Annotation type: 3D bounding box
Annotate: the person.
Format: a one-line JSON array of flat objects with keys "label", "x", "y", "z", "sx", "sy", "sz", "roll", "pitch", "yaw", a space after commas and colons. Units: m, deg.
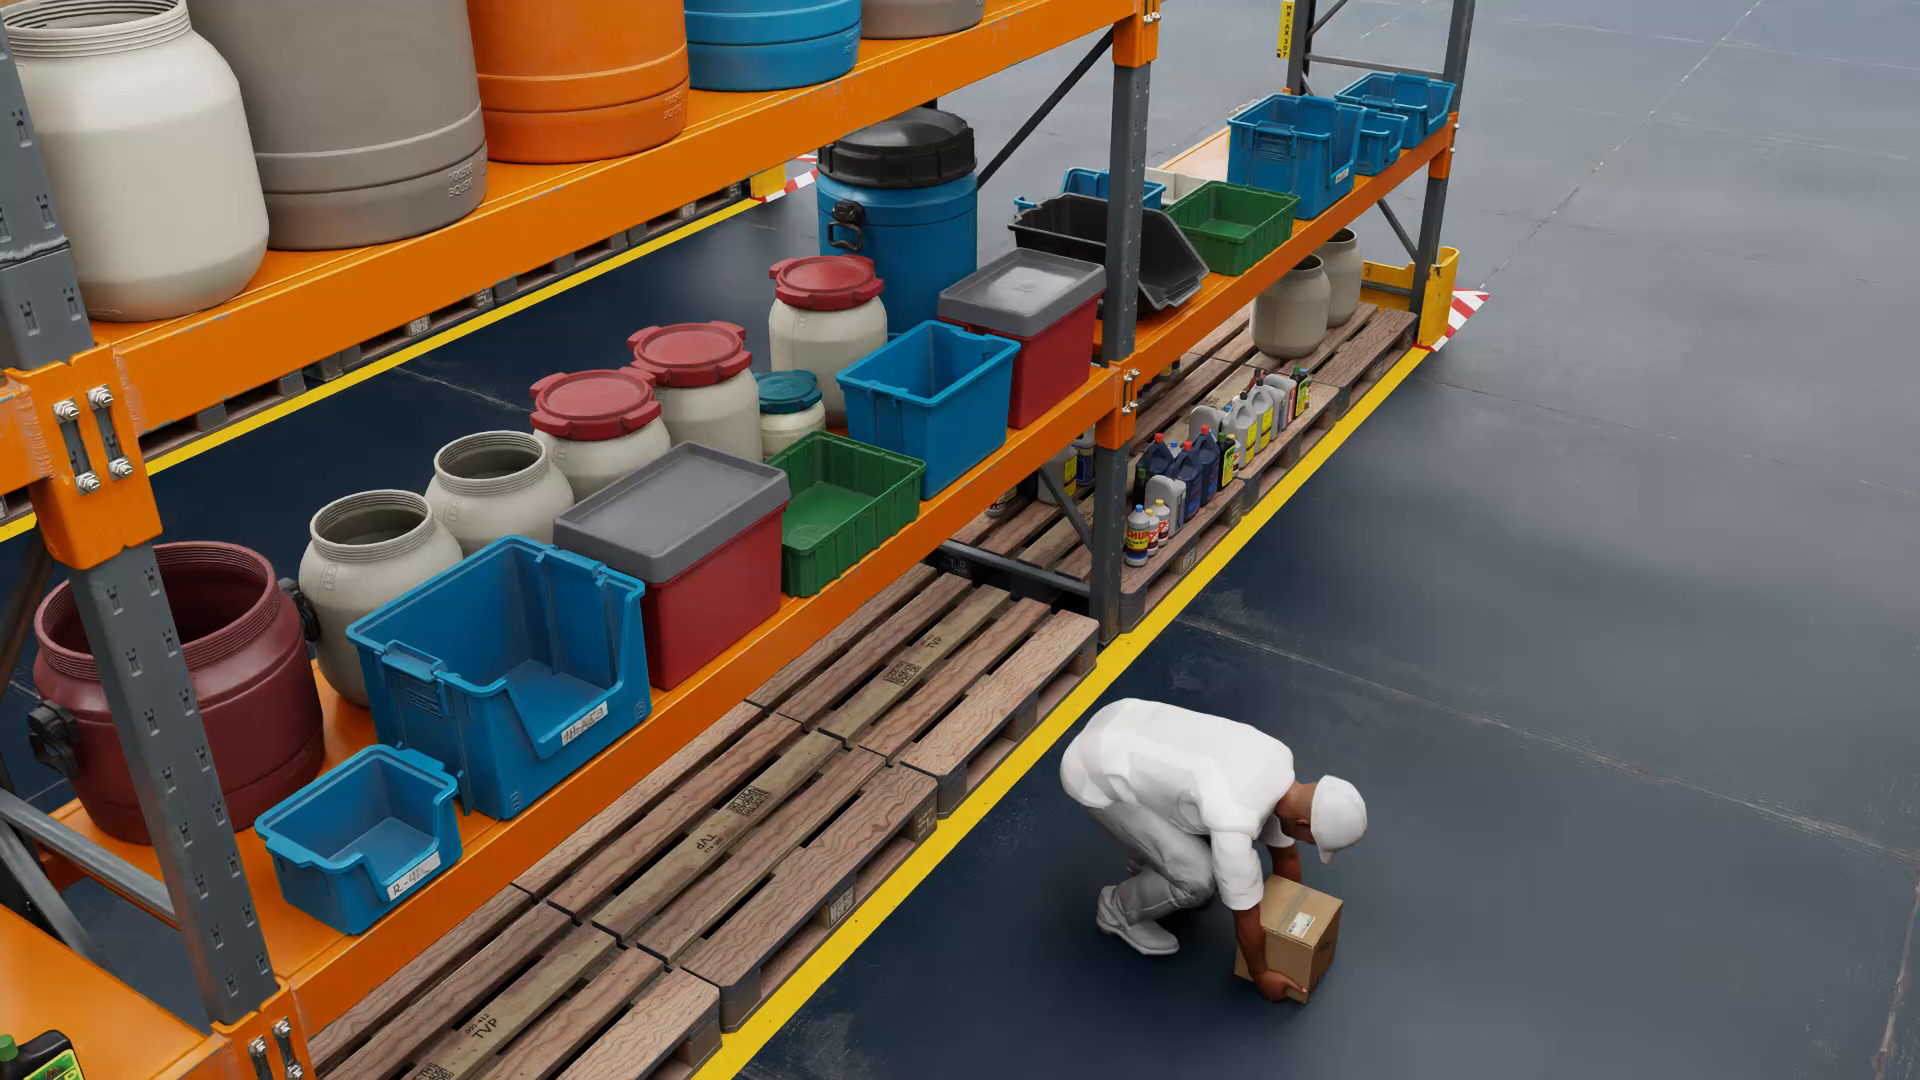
[{"label": "person", "x": 0.813, "y": 0.964, "z": 5.409, "sx": 0.980, "sy": 0.843, "sz": 0.518, "roll": 17, "pitch": 34, "yaw": 26}]
